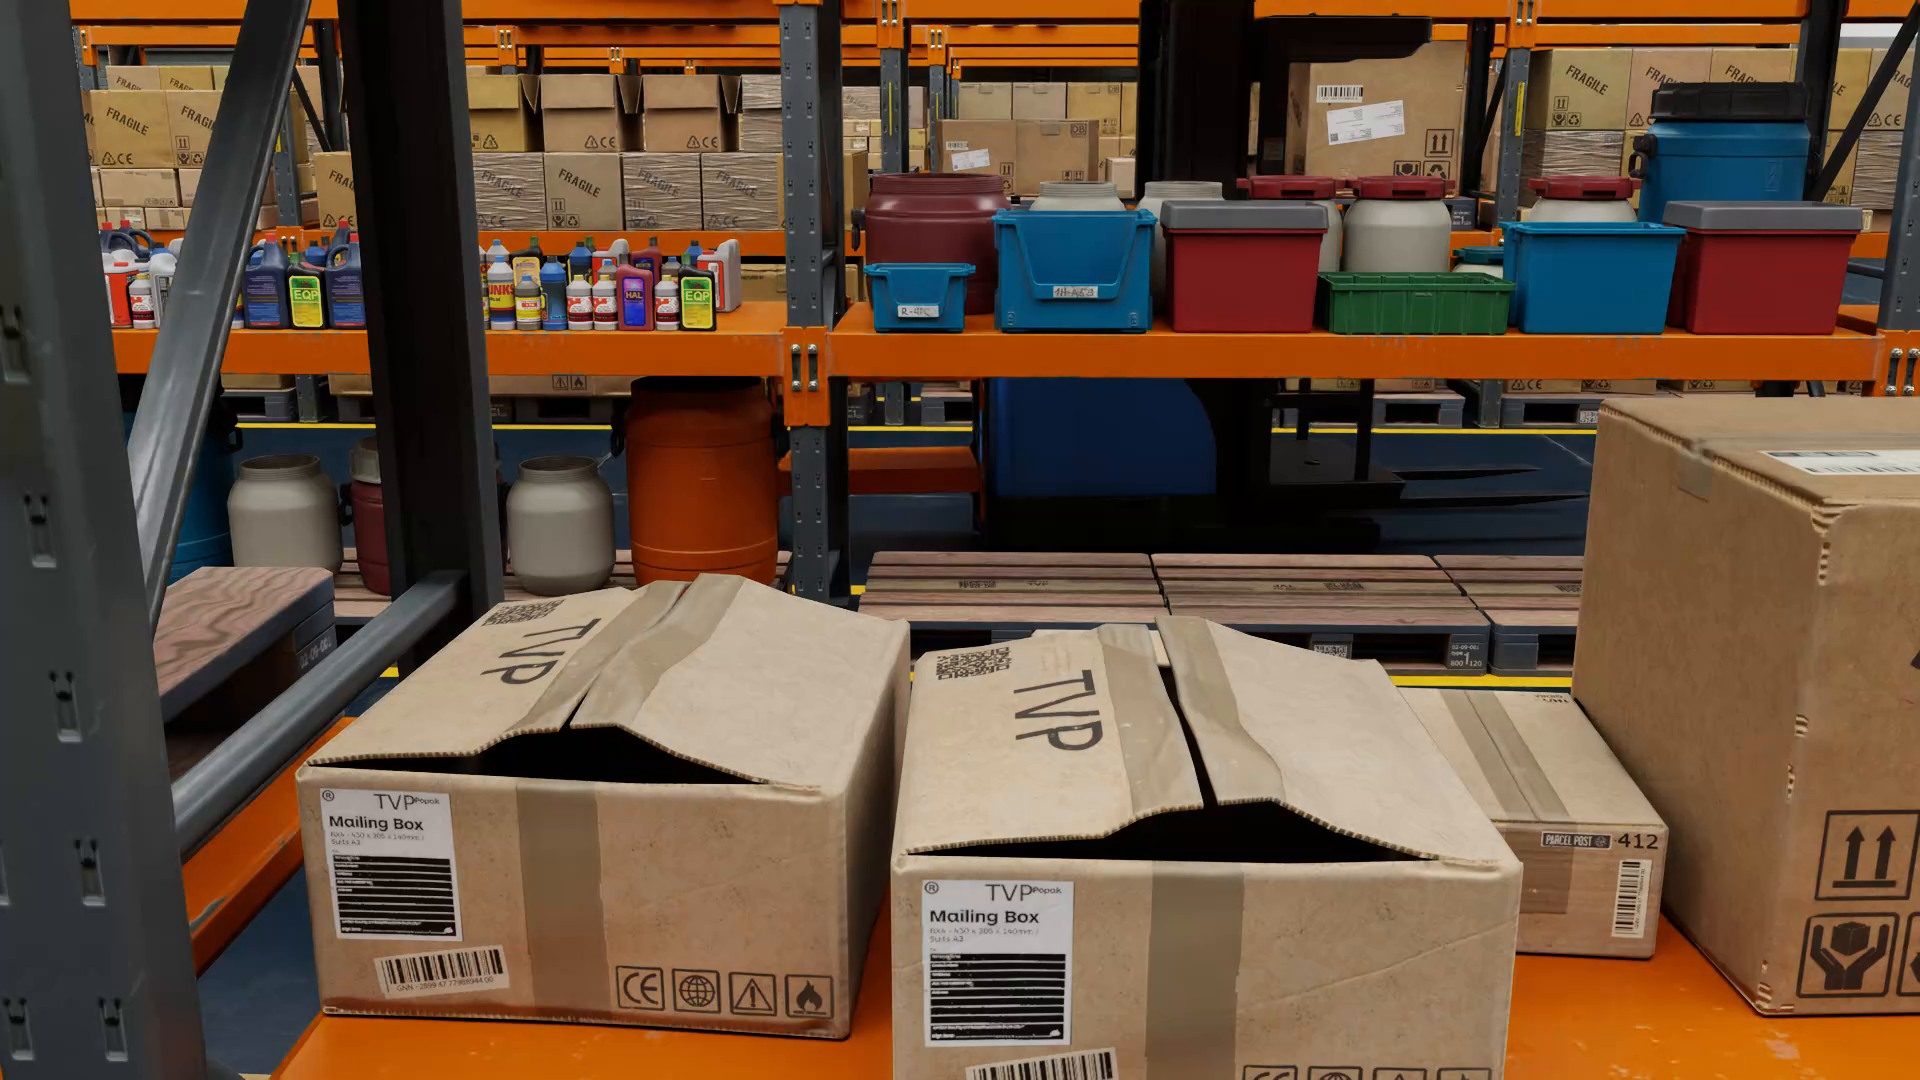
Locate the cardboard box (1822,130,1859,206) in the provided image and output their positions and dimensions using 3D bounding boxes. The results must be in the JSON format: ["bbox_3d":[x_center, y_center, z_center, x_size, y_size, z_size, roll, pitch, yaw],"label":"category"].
[{"bbox_3d":[5.513,-2.488,11.113,0.500,0.500,0.875,0,15,1],"label":"cardboard box"}]

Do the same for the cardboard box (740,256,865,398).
[{"bbox_3d":[-1.124,-1.530,11.601,0.875,0.875,1.225,0,15,-1],"label":"cardboard box"}]

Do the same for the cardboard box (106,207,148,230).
[{"bbox_3d":[-5.517,-2.173,11.187,0.250,0.149,0.380,1,15,2],"label":"cardboard box"}]

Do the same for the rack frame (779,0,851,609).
[{"bbox_3d":[-0.561,-1.082,6.559,0.127,3.000,1.000,0,15,1],"label":"rack frame"}]

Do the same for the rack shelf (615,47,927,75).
[{"bbox_3d":[-2.180,-5.987,20.684,4.000,0.370,1.077,0,15,1],"label":"rack shelf"}]

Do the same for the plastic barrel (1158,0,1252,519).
[{"bbox_3d":[1.066,-1.511,8.132,0.517,2.708,0.905,0,15,1],"label":"plastic barrel"}]

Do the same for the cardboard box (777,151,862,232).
[{"bbox_3d":[-0.934,-2.333,11.107,0.500,0.500,0.500,1,15,3],"label":"cardboard box"}]

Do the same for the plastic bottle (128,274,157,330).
[{"bbox_3d":[-3.066,-0.898,6.251,0.097,0.201,0.097,0,15,0],"label":"plastic bottle"}]

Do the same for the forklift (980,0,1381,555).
[{"bbox_3d":[20.083,0.454,1.047,38.447,2.843,19.219,-1,15,-5],"label":"forklift"}]

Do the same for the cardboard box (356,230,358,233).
[{"bbox_3d":[-2.400,-1.114,6.780,0.187,0.351,0.147,0,15,1],"label":"cardboard box"}]

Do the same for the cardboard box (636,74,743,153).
[{"bbox_3d":[-1.816,-2.892,11.259,0.637,0.503,0.797,1,15,3],"label":"cardboard box"}]

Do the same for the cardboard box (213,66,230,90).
[{"bbox_3d":[-6.738,-4.255,15.849,0.500,0.500,0.500,0,15,0],"label":"cardboard box"}]

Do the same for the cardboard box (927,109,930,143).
[{"bbox_3d":[-0.569,-6.432,25.821,0.500,0.500,0.500,1,15,4],"label":"cardboard box"}]

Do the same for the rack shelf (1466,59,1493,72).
[{"bbox_3d":[5.940,-7.201,25.285,4.000,0.370,1.077,0,15,1],"label":"rack shelf"}]

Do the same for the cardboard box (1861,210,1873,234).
[{"bbox_3d":[5.771,-2.103,10.924,0.250,0.149,0.380,0,15,1],"label":"cardboard box"}]

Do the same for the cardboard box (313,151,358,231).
[{"bbox_3d":[-3.979,-2.352,11.180,0.500,0.500,0.500,0,15,2],"label":"cardboard box"}]

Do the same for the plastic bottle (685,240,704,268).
[{"bbox_3d":[-1.100,-1.112,6.928,0.097,0.271,0.097,0,15,0],"label":"plastic bottle"}]

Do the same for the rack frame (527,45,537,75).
[{"bbox_3d":[-4.205,-3.634,16.234,0.053,2.616,0.949,0,15,1],"label":"rack frame"}]

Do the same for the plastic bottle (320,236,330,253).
[{"bbox_3d":[-2.689,-1.133,6.984,0.133,0.283,0.061,0,15,1],"label":"plastic bottle"}]

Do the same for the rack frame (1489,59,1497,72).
[{"bbox_3d":[7.939,-6.086,25.526,0.127,3.000,1.000,0,15,1],"label":"rack frame"}]

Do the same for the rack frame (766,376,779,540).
[{"bbox_3d":[-0.911,-0.509,8.063,0.032,1.125,0.500,-1,15,-5],"label":"rack frame"}]

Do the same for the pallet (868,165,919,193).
[{"bbox_3d":[-0.922,-3.494,16.078,1.003,0.211,1.213,0,15,1],"label":"pallet"}]

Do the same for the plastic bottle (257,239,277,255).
[{"bbox_3d":[-2.921,-1.119,6.946,0.135,0.276,0.152,0,15,1],"label":"plastic bottle"}]

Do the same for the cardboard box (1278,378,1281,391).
[{"bbox_3d":[1.916,-1.344,11.590,0.500,0.500,0.700,-1,15,-3],"label":"cardboard box"}]

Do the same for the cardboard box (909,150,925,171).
[{"bbox_3d":[-0.693,-4.736,20.706,0.500,0.250,0.500,0,15,-1],"label":"cardboard box"}]

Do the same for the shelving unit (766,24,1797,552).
[{"bbox_3d":[6.150,-5.373,16.947,15.878,6.000,18.801,-1,15,-5],"label":"shelving unit"}]

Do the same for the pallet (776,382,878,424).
[{"bbox_3d":[-1.220,-1.021,11.795,1.213,0.211,1.003,0,15,1],"label":"pallet"}]

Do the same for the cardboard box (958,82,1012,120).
[{"bbox_3d":[0.242,-4.135,15.978,0.500,0.500,0.700,0,15,1],"label":"cardboard box"}]

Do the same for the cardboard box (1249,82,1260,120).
[{"bbox_3d":[2.781,-4.119,15.917,0.500,0.500,0.700,0,15,0],"label":"cardboard box"}]

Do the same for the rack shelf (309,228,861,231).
[{"bbox_3d":[-2.434,-2.104,11.463,3.809,0.124,0.919,0,15,1],"label":"rack shelf"}]

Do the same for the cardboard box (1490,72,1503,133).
[{"bbox_3d":[5.249,-4.154,15.793,0.550,0.550,0.875,0,15,1],"label":"cardboard box"}]

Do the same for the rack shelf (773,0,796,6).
[{"bbox_3d":[-2.560,-2.197,6.318,4.000,0.370,1.077,0,15,1],"label":"rack shelf"}]

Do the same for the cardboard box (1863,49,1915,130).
[{"bbox_3d":[6.007,-2.914,10.767,0.500,0.500,0.500,0,15,1],"label":"cardboard box"}]

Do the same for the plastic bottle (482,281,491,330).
[{"bbox_3d":[-1.808,-0.889,6.220,0.097,0.201,0.097,0,15,0],"label":"plastic bottle"}]

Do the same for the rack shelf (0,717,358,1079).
[{"bbox_3d":[-2.690,0.516,1.913,4.000,0.370,1.077,0,15,1],"label":"rack shelf"}]

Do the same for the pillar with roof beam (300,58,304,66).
[{"bbox_3d":[-10.838,-8.240,21.933,0.400,9.000,9.100,0,15,1],"label":"pillar with roof beam"}]

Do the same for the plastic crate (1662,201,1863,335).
[{"bbox_3d":[2.946,-1.012,6.169,0.583,0.464,0.402,0,15,1],"label":"plastic crate"}]

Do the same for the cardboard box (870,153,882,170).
[{"bbox_3d":[-0.711,-3.576,15.685,0.250,0.149,0.380,1,15,2],"label":"cardboard box"}]

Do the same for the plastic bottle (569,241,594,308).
[{"bbox_3d":[-1.564,-1.100,6.881,0.097,0.271,0.097,0,15,0],"label":"plastic bottle"}]

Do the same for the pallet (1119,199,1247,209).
[{"bbox_3d":[1.546,-2.249,11.362,1.213,0.211,1.003,0,15,1],"label":"pallet"}]

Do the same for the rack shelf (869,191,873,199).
[{"bbox_3d":[-2.206,-3.274,16.280,4.000,0.370,1.077,0,15,1],"label":"rack shelf"}]
